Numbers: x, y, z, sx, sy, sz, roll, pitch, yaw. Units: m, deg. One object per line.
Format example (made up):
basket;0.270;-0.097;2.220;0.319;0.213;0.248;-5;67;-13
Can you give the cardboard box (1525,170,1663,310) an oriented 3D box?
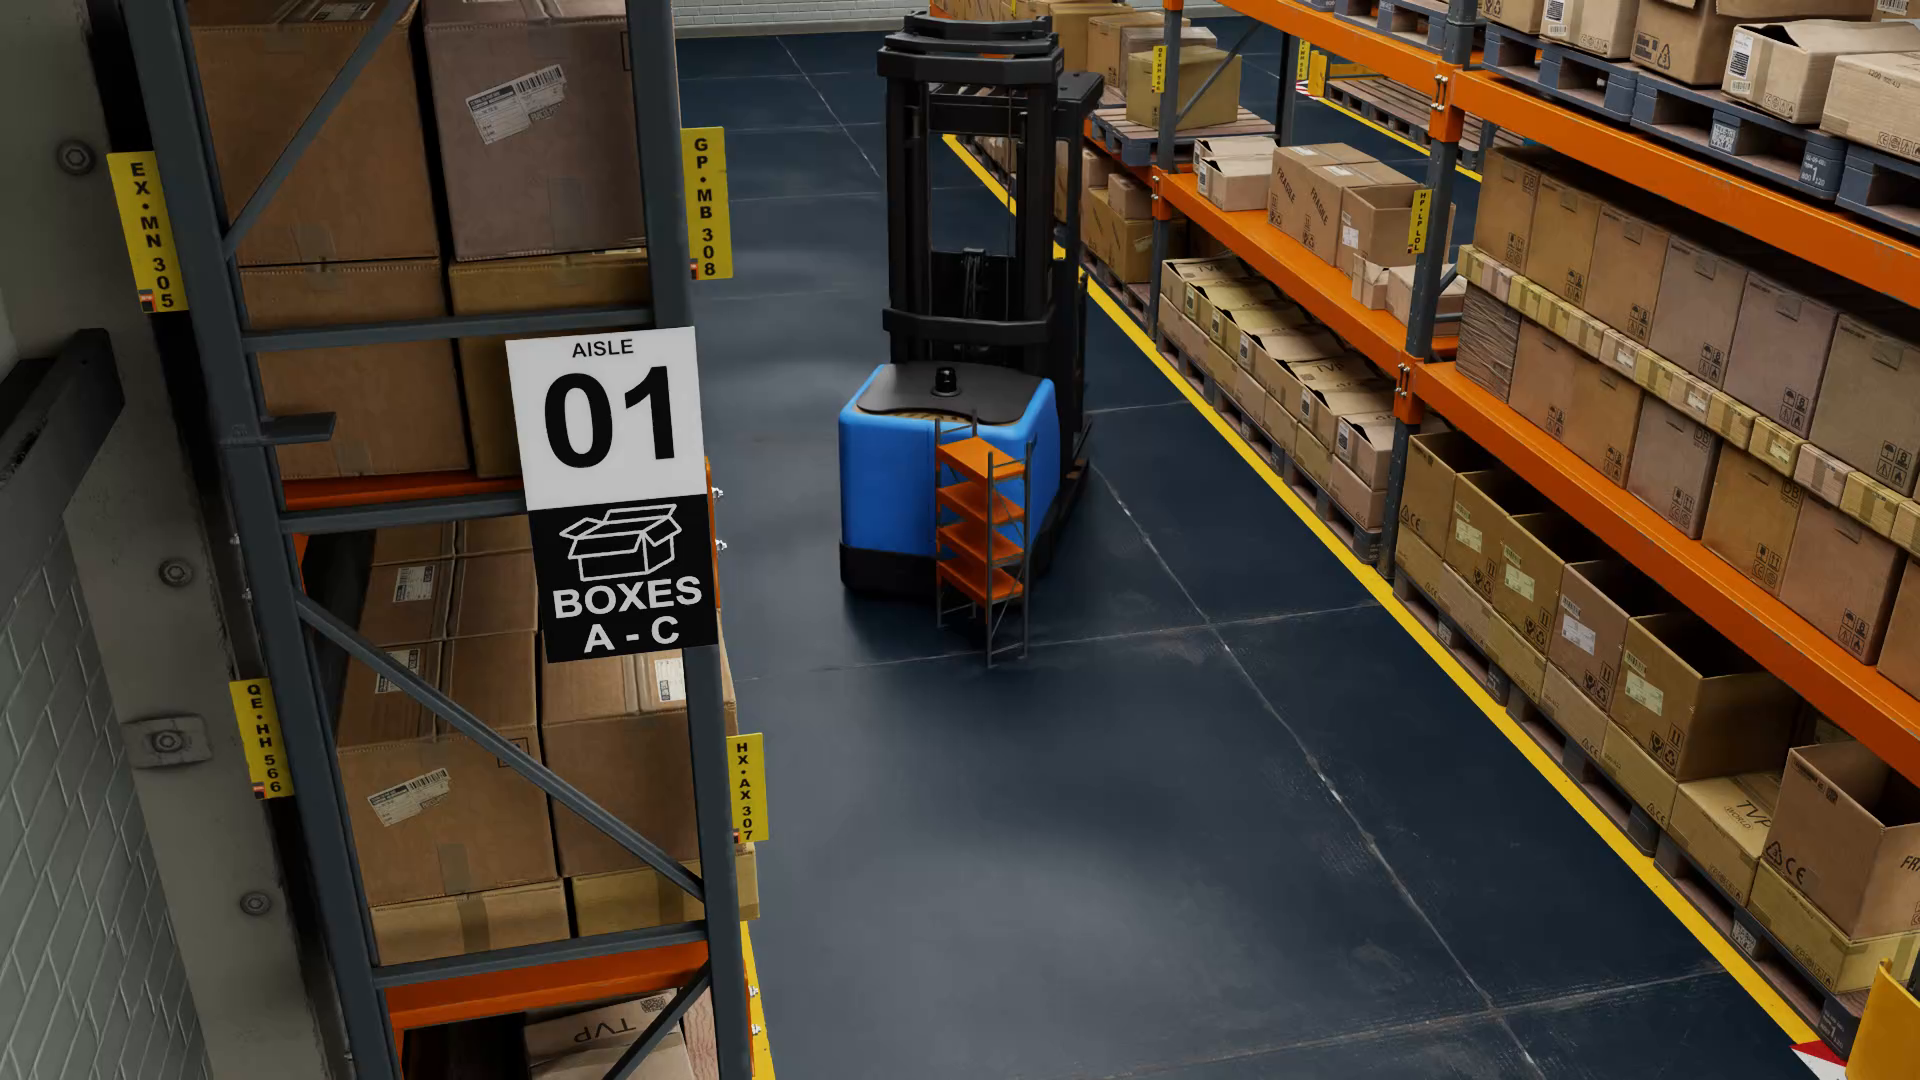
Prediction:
cardboard box;3.075;-1.395;7.635;0.700;0.500;0.500;-6;27;-12

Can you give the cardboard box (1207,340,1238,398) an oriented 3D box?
cardboard box;2.021;-1.195;11.375;0.500;0.250;0.500;-7;28;-13

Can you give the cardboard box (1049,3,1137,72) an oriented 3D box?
cardboard box;1.156;-4.405;14.572;0.700;0.500;0.500;-2;27;-3

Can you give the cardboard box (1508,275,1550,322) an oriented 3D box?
cardboard box;2.842;-1.161;7.889;0.380;0.149;0.250;-7;28;-13

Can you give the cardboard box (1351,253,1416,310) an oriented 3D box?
cardboard box;2.476;-1.495;9.531;0.396;0.266;0.258;-7;28;-13

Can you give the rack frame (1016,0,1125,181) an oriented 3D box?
rack frame;1.051;-4.699;15.731;1.000;3.000;0.127;-6;27;-12

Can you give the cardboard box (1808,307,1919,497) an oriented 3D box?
cardboard box;3.526;-0.515;5.890;0.700;0.500;0.500;-7;28;-13

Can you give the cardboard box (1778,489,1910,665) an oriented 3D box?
cardboard box;3.539;0.088;6.136;0.700;0.500;0.500;-5;27;-10

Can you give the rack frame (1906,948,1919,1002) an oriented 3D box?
rack frame;3.752;0.569;5.294;0.949;2.616;0.053;-6;27;-12

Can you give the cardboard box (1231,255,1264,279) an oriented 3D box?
cardboard box;2.310;-1.949;12.245;0.500;0.311;0.500;-5;27;-10

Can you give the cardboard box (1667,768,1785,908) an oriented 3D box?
cardboard box;3.222;1.185;6.659;0.500;0.250;0.500;-6;27;-12

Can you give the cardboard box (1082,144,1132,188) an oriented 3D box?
cardboard box;1.261;-3.218;14.251;0.500;0.250;0.500;-6;27;-13

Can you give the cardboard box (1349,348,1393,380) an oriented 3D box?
cardboard box;2.777;-1.052;10.468;0.500;0.311;0.500;-7;28;-13

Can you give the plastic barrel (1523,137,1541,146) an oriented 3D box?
plastic barrel;5.983;-4.211;16.626;0.600;0.901;0.708;-6;27;-12

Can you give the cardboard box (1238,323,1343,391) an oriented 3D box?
cardboard box;2.140;-1.214;10.790;0.500;0.311;0.500;-6;27;-12

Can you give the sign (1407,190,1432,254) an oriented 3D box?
sign;2.327;-1.609;8.413;0.100;0.325;0.005;-6;27;-12

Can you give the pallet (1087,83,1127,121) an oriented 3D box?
pallet;1.509;-3.711;13.986;1.003;0.211;1.213;-6;27;-12

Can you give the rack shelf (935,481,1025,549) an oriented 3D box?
rack shelf;0.109;-0.142;8.353;0.258;0.148;0.480;-16;31;-28

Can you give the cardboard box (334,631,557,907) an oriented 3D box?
cardboard box;-1.384;0.611;4.522;0.500;0.500;0.500;-6;27;-12

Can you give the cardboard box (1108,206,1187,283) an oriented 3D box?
cardboard box;1.513;-2.411;13.483;0.500;0.500;0.500;-5;27;-10

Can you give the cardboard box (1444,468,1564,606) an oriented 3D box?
cardboard box;2.773;-0.028;8.230;0.500;0.500;0.500;-6;27;-12

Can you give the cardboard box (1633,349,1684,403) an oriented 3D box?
cardboard box;3.078;-0.704;6.985;0.380;0.149;0.250;-6;27;-12

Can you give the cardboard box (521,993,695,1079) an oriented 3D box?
cardboard box;-1.139;1.764;5.421;0.500;0.311;0.500;-9;28;-17

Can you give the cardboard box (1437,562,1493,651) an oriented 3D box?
cardboard box;2.770;0.307;8.398;0.500;0.250;0.500;-6;27;-12

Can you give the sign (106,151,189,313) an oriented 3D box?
sign;-1.616;-0.613;3.325;0.100;0.325;0.005;-6;27;-12

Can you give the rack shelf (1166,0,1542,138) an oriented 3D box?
rack shelf;2.403;-3.083;9.999;1.077;0.370;4.000;-6;27;-12

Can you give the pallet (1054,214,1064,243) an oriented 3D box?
pallet;1.271;-3.101;15.660;1.003;0.211;1.213;-6;27;-12

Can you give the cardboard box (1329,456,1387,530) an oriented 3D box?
cardboard box;2.478;-0.300;9.601;0.500;0.250;0.500;-6;27;-12

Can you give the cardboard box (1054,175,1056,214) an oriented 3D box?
cardboard box;1.053;-3.310;15.264;0.500;0.500;0.500;-6;27;-11

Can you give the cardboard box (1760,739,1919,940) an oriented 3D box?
cardboard box;3.344;1.069;6.057;0.500;0.500;0.500;-6;27;-12

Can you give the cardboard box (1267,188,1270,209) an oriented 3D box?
cardboard box;2.294;-2.277;11.211;0.380;0.149;0.250;-4;27;-8

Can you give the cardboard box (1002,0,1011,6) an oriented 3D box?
cardboard box;0.684;-5.386;15.871;0.500;0.500;0.500;-6;27;-11

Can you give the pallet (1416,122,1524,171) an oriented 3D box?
pallet;5.674;-4.275;17.985;1.003;0.211;1.213;-6;27;-12

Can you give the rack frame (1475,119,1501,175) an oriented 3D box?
rack frame;5.877;-5.201;16.725;1.000;3.000;0.127;-6;27;-12

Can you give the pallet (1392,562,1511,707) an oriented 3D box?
pallet;2.992;0.411;8.701;1.003;0.211;1.213;-6;27;-12

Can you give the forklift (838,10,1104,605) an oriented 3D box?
forklift;0.194;-1.602;9.671;1.130;2.935;3.031;6;27;12

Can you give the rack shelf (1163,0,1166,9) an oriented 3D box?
rack shelf;1.501;-4.839;13.478;1.077;0.370;4.000;-6;27;-12

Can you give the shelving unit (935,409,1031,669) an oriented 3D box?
shelving unit;0.109;-0.003;8.424;0.258;1.200;0.503;-16;31;-28

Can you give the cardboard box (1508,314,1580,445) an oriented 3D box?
cardboard box;3.085;-0.807;7.909;0.700;0.500;0.500;-6;27;-12

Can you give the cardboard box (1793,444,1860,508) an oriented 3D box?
cardboard box;3.311;-0.252;6.089;0.380;0.149;0.250;-6;27;-11

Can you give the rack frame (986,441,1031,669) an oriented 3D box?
rack frame;0.239;0.091;8.239;0.240;1.200;0.015;-16;31;-28

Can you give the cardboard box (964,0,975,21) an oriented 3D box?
cardboard box;0.335;-5.612;17.429;0.500;0.500;0.500;-6;27;-11

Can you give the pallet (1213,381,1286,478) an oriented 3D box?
pallet;2.371;-0.799;11.098;1.003;0.211;1.213;-6;27;-12

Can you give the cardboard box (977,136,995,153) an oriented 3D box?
cardboard box;0.477;-4.246;17.329;0.500;0.311;0.500;-6;27;-12

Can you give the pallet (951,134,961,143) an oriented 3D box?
pallet;0.347;-4.827;19.080;1.003;0.211;1.213;-6;27;-12

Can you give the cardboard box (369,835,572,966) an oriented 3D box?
cardboard box;-1.365;0.946;4.691;0.500;0.250;0.500;-6;27;-11

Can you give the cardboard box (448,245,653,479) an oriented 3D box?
cardboard box;-0.902;-0.491;3.933;0.500;0.500;0.500;-5;27;-10

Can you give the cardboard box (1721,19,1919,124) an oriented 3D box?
cardboard box;3.113;-1.703;5.944;0.500;0.311;0.500;-3;27;-6
